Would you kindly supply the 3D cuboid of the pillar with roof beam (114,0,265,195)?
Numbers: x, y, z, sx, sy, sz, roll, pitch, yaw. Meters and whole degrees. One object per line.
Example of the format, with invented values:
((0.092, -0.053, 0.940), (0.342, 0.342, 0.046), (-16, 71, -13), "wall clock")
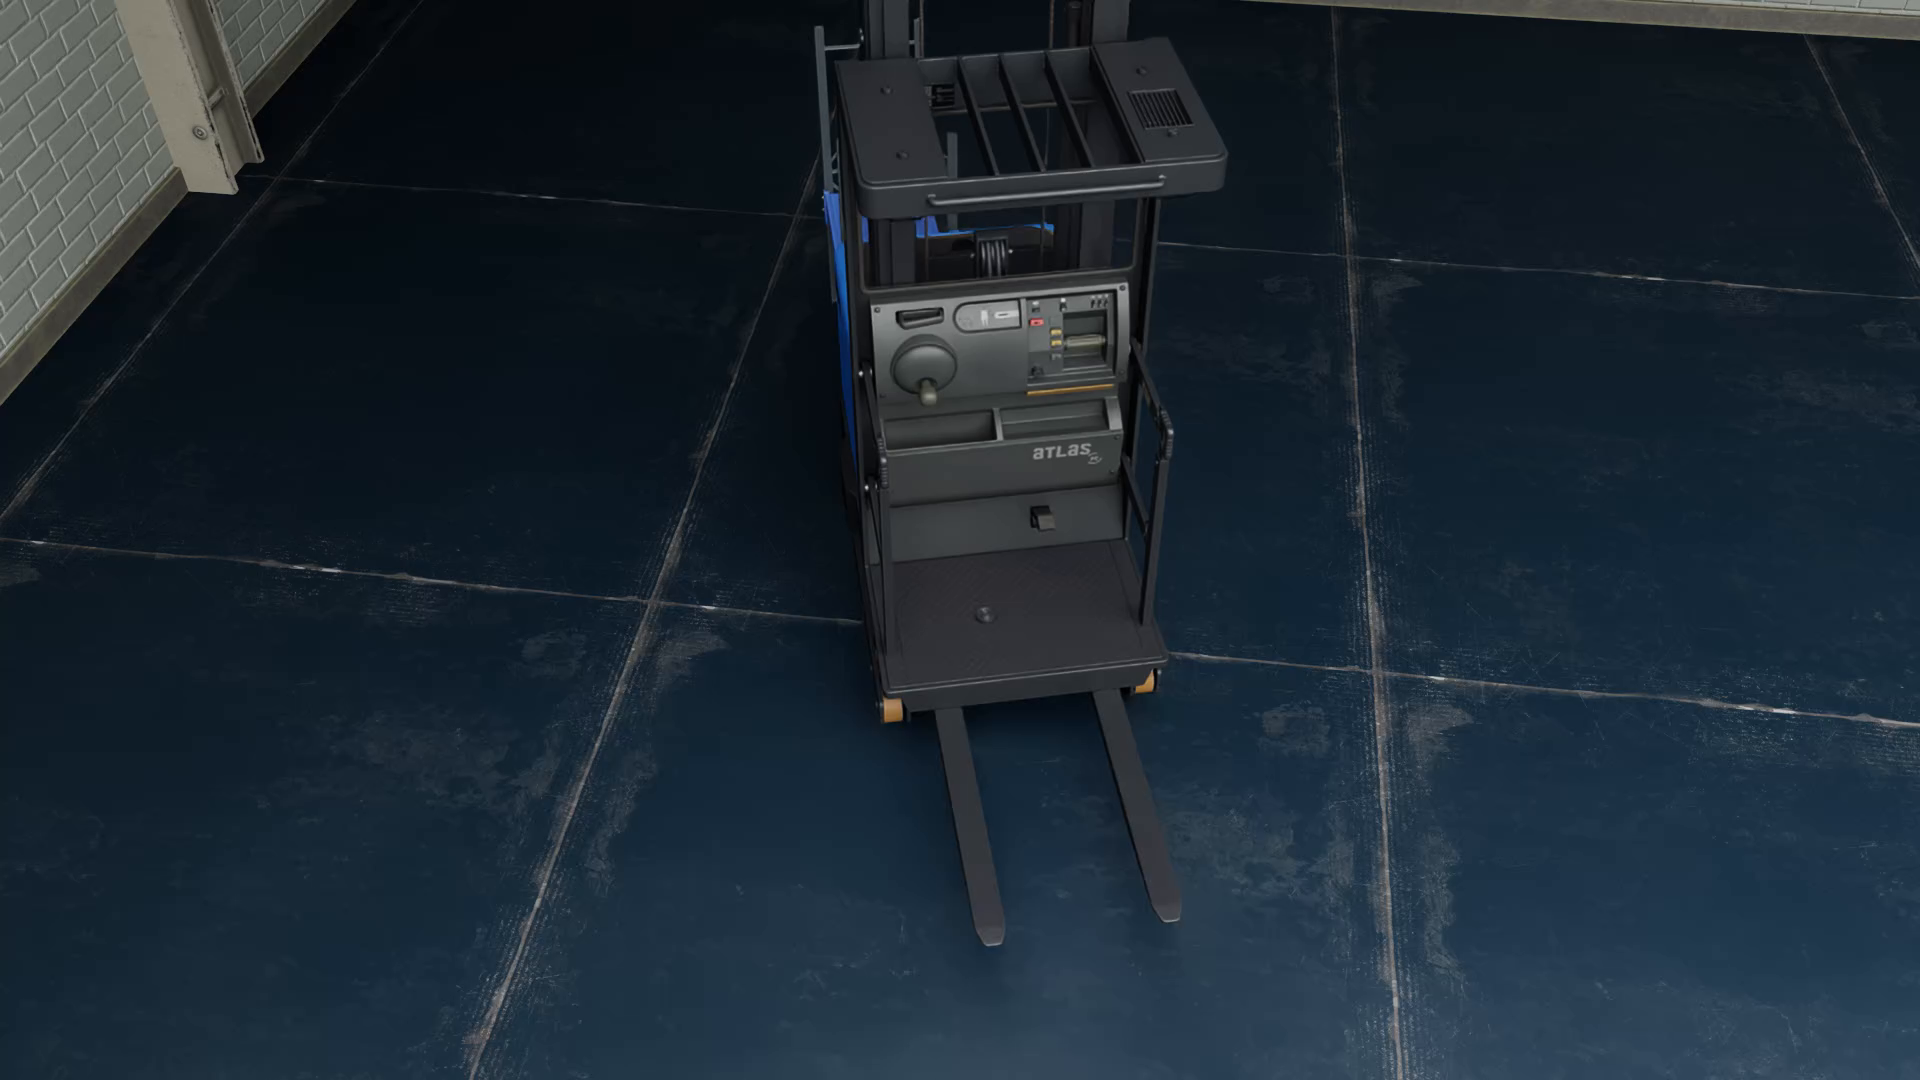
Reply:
((0.077, -4.961, 5.967), (9.100, 9.000, 0.400), (5, 44, 6), "pillar with roof beam")

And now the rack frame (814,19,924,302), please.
((-0.416, -1.806, 8.089), (0.500, 1.500, 0.032), (-6, 44, -6), "rack frame")

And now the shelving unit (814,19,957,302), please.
((-0.339, -1.461, 7.724), (0.538, 1.500, 1.048), (-6, 44, -6), "shelving unit")

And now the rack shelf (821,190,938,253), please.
((-0.339, -1.330, 7.848), (0.538, 0.185, 1.000), (-6, 44, -6), "rack shelf")

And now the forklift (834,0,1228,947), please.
((0.183, -0.617, 5.792), (1.130, 2.935, 3.031), (-6, 44, -6), "forklift")

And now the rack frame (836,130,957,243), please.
((-0.262, -1.115, 7.359), (0.500, 1.500, 0.032), (-6, 44, -6), "rack frame")
